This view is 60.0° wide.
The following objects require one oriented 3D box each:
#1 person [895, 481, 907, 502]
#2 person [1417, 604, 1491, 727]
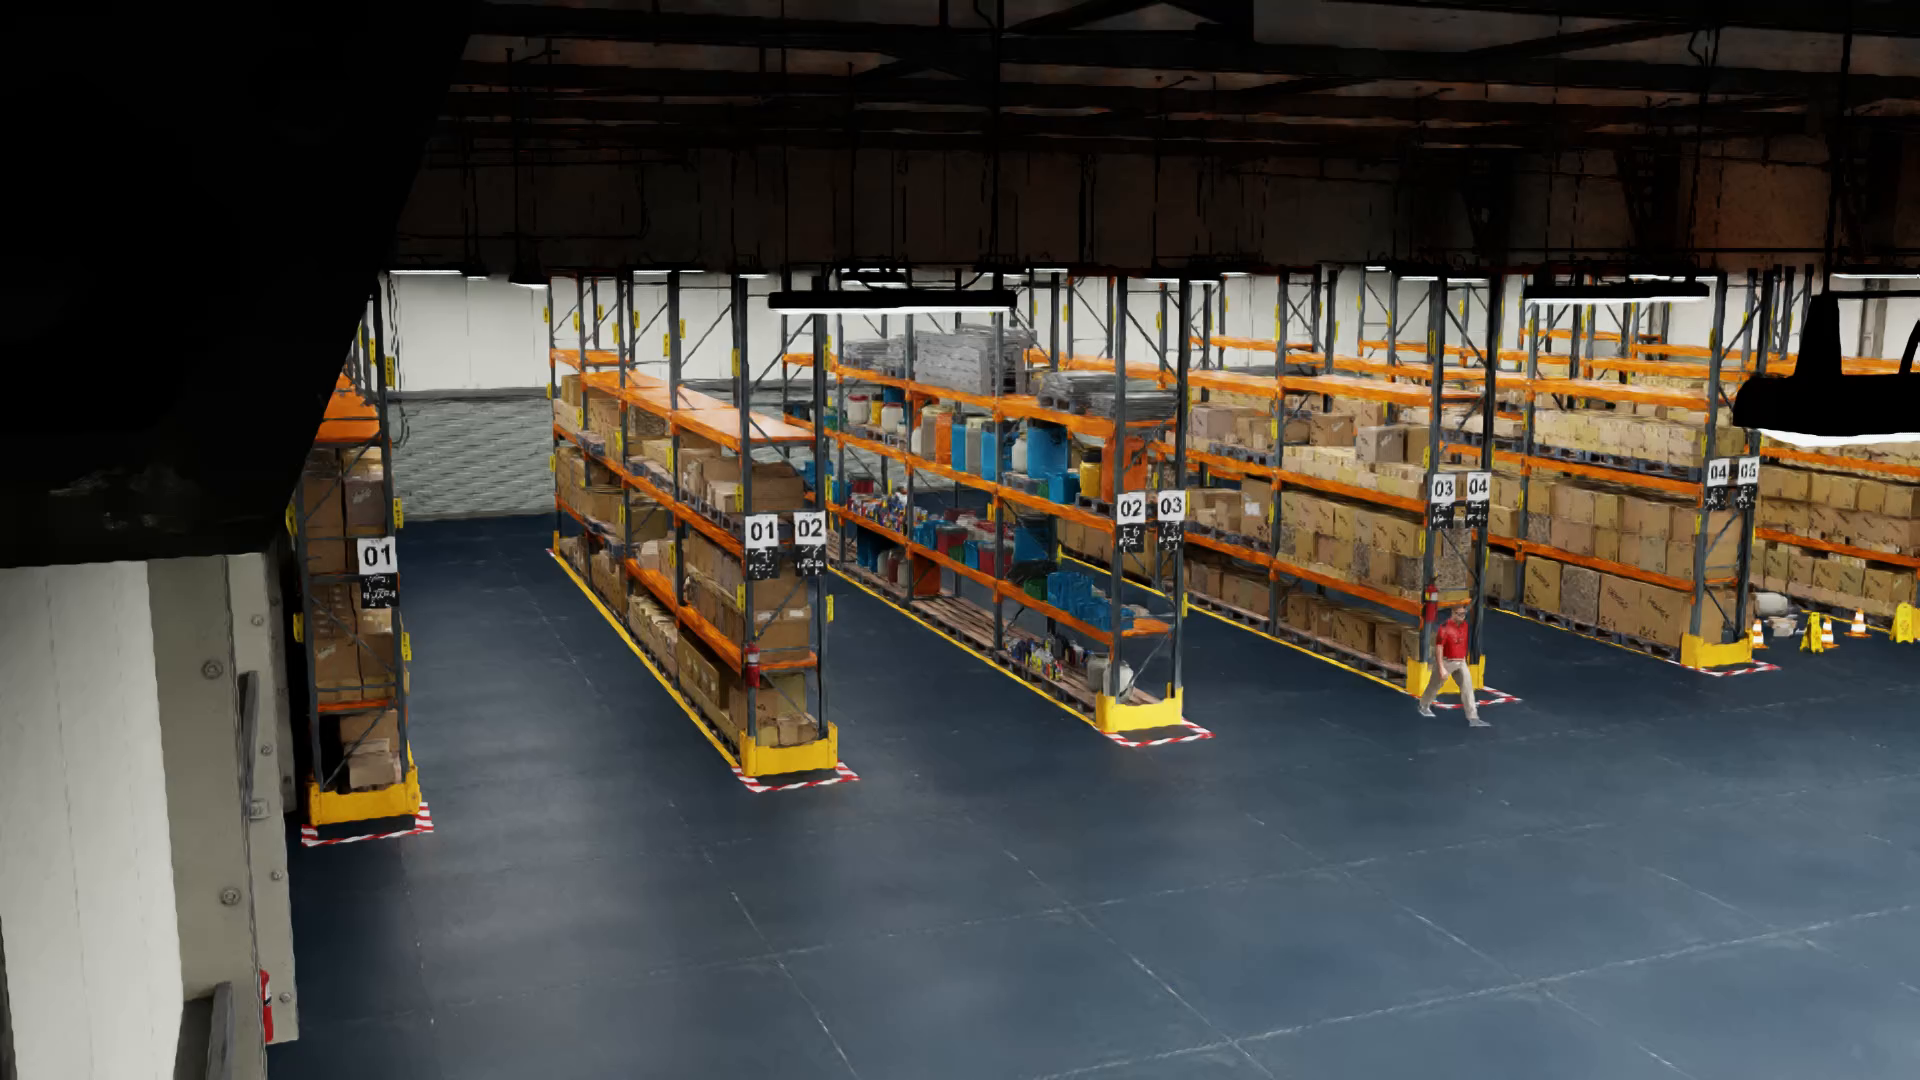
[{"bbox_3d":[-1.233,-0.424,34.389,0.726,1.612,0.619,8,13,38],"label":"person"},{"bbox_3d":[6.613,1.651,22.307,0.547,1.640,1.116,-4,11,-23],"label":"person"}]
